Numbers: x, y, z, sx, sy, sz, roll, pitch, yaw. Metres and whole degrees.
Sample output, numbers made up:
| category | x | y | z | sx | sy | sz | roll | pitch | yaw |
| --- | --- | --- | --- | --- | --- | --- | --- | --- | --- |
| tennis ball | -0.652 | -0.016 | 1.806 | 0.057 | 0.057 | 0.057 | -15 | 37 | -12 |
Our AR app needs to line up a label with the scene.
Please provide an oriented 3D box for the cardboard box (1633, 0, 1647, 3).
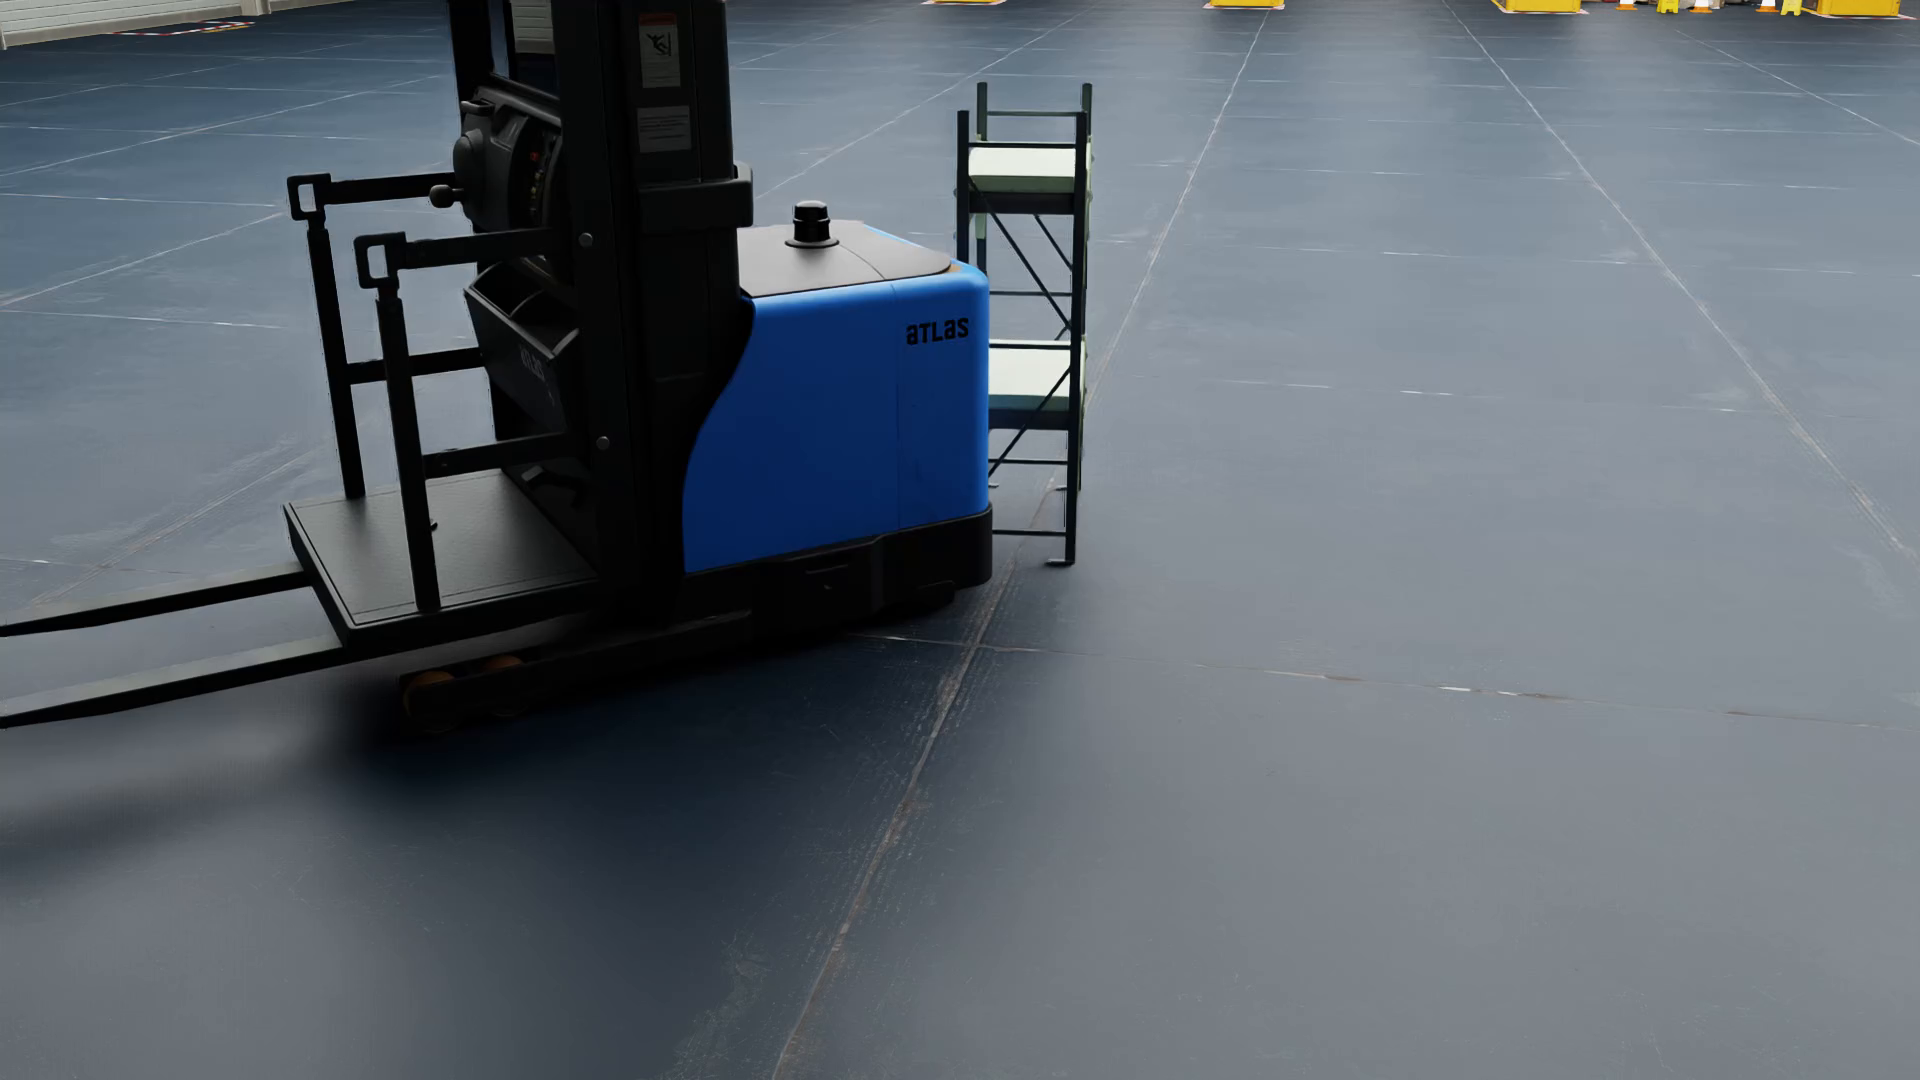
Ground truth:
| category | x | y | z | sx | sy | sz | roll | pitch | yaw |
| --- | --- | --- | --- | --- | --- | --- | --- | --- | --- |
| cardboard box | 12.068 | -9.735 | 29.670 | 0.396 | 0.266 | 0.258 | 8 | 23 | 20 |

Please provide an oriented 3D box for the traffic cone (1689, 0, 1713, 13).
| category | x | y | z | sx | sy | sz | roll | pitch | yaw |
| --- | --- | --- | --- | --- | --- | --- | --- | --- | --- |
| traffic cone | 12.335 | -9.008 | 27.601 | 0.336 | 0.463 | 0.334 | 4 | 22 | 11 |

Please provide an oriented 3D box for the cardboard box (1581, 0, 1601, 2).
| category | x | y | z | sx | sy | sz | roll | pitch | yaw |
| --- | --- | --- | --- | --- | --- | --- | --- | --- | --- |
| cardboard box | 11.303 | -9.968 | 29.931 | 0.500 | 0.500 | 0.500 | 8 | 23 | 20 |

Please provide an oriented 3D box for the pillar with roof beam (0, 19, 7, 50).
| category | x | y | z | sx | sy | sz | roll | pitch | yaw |
| --- | --- | --- | --- | --- | --- | --- | --- | --- | --- |
| pillar with roof beam | -8.521 | -10.245 | 19.247 | 9.100 | 9.000 | 0.400 | 4 | 22 | 11 |

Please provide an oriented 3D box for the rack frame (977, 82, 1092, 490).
| category | x | y | z | sx | sy | sz | roll | pitch | yaw |
| --- | --- | --- | --- | --- | --- | --- | --- | --- | --- |
| rack frame | 0.260 | -0.897 | 6.072 | 0.400 | 1.500 | 0.023 | 2 | 22 | 5 |

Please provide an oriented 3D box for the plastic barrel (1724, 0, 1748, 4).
| category | x | y | z | sx | sy | sz | roll | pitch | yaw |
| --- | --- | --- | --- | --- | --- | --- | --- | --- | --- |
| plastic barrel | 13.605 | -9.645 | 29.235 | 0.421 | 0.421 | 0.512 | -16 | 27 | -35 |

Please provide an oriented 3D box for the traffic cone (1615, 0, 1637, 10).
| category | x | y | z | sx | sy | sz | roll | pitch | yaw |
| --- | --- | --- | --- | --- | --- | --- | --- | --- | --- |
| traffic cone | 11.298 | -9.219 | 28.124 | 0.336 | 0.463 | 0.334 | 4 | 22 | 11 |

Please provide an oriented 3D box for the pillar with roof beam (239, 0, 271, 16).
| category | x | y | z | sx | sy | sz | roll | pitch | yaw |
| --- | --- | --- | --- | --- | --- | --- | --- | --- | --- |
| pillar with roof beam | -7.297 | -12.439 | 24.695 | 9.100 | 9.000 | 0.400 | 4 | 22 | 11 |

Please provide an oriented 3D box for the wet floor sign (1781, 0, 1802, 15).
| category | x | y | z | sx | sy | sz | roll | pitch | yaw |
| --- | --- | --- | --- | --- | --- | --- | --- | --- | --- |
| wet floor sign | 13.580 | -8.889 | 27.061 | 0.267 | 0.644 | 0.232 | 13 | 25 | 29 |

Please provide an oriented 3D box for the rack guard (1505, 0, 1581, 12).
| category | x | y | z | sx | sy | sz | roll | pitch | yaw |
| --- | --- | --- | --- | --- | --- | --- | --- | --- | --- |
| rack guard | 9.794 | -9.141 | 27.882 | 1.175 | 0.500 | 0.348 | 4 | 22 | 11 |

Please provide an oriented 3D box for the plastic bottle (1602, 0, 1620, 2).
| category | x | y | z | sx | sy | sz | roll | pitch | yaw |
| --- | --- | --- | --- | --- | --- | --- | --- | --- | --- |
| plastic bottle | 11.641 | -9.642 | 29.713 | 0.283 | 0.061 | 0.133 | -3 | 22 | -8 |

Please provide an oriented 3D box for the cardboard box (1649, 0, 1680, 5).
| category | x | y | z | sx | sy | sz | roll | pitch | yaw |
| --- | --- | --- | --- | --- | --- | --- | --- | --- | --- |
| cardboard box | 12.546 | -9.646 | 29.132 | 0.797 | 0.503 | 0.637 | -11 | 25 | -26 |

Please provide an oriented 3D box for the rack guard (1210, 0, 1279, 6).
| category | x | y | z | sx | sy | sz | roll | pitch | yaw |
| --- | --- | --- | --- | --- | --- | --- | --- | --- | --- |
| rack guard | 4.980 | -9.593 | 29.003 | 1.175 | 0.500 | 0.348 | 4 | 22 | 11 |

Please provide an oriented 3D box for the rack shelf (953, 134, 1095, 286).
| category | x | y | z | sx | sy | sz | roll | pitch | yaw |
| --- | --- | --- | --- | --- | --- | --- | --- | --- | --- |
| rack shelf | 0.226 | -1.123 | 5.589 | 0.431 | 0.370 | 0.720 | 2 | 22 | 5 |

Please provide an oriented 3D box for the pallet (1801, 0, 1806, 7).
| category | x | y | z | sx | sy | sz | roll | pitch | yaw |
| --- | --- | --- | --- | --- | --- | --- | --- | --- | --- |
| pallet | 15.133 | -9.443 | 29.017 | 1.003 | 0.211 | 1.213 | 4 | 22 | 11 |

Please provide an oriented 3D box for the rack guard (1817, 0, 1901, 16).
| category | x | y | z | sx | sy | sz | roll | pitch | yaw |
| --- | --- | --- | --- | --- | --- | --- | --- | --- | --- |
| rack guard | 14.681 | -8.837 | 27.127 | 1.175 | 0.500 | 0.348 | 4 | 22 | 11 |

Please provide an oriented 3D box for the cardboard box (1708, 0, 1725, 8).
| category | x | y | z | sx | sy | sz | roll | pitch | yaw |
| --- | --- | --- | --- | --- | --- | --- | --- | --- | --- |
| cardboard box | 12.956 | -9.280 | 28.696 | 0.380 | 0.149 | 0.250 | 18 | 28 | 38 |

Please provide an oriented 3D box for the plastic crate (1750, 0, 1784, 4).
| category | x | y | z | sx | sy | sz | roll | pitch | yaw |
| --- | --- | --- | --- | --- | --- | --- | --- | --- | --- |
| plastic crate | 14.359 | -9.566 | 29.499 | 0.402 | 0.080 | 0.583 | -3 | 22 | -8 |

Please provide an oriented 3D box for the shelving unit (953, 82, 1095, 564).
| category | x | y | z | sx | sy | sz | roll | pitch | yaw |
| --- | --- | --- | --- | --- | --- | --- | --- | --- | --- |
| shelving unit | 0.226 | -0.761 | 5.734 | 0.431 | 1.500 | 0.755 | 2 | 22 | 5 |

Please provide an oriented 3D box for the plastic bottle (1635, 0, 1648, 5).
| category | x | y | z | sx | sy | sz | roll | pitch | yaw |
| --- | --- | --- | --- | --- | --- | --- | --- | --- | --- |
| plastic bottle | 11.996 | -9.475 | 29.299 | 0.133 | 0.061 | 0.283 | -3 | 22 | -8 |

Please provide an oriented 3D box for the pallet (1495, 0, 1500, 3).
| category | x | y | z | sx | sy | sz | roll | pitch | yaw |
| --- | --- | --- | --- | --- | --- | --- | --- | --- | --- |
| pallet | 10.137 | -9.759 | 29.803 | 1.003 | 0.211 | 1.213 | 4 | 22 | 11 |

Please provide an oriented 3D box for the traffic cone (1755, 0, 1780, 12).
| category | x | y | z | sx | sy | sz | roll | pitch | yaw |
| --- | --- | --- | --- | --- | --- | --- | --- | --- | --- |
| traffic cone | 13.491 | -9.048 | 27.700 | 0.336 | 0.463 | 0.334 | 4 | 22 | 11 |

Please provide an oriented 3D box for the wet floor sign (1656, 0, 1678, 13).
| category | x | y | z | sx | sy | sz | roll | pitch | yaw |
| --- | --- | --- | --- | --- | --- | --- | --- | --- | --- |
| wet floor sign | 11.732 | -9.056 | 27.475 | 0.267 | 0.644 | 0.232 | 1 | 22 | 2 |

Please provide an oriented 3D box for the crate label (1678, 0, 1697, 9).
| category | x | y | z | sx | sy | sz | roll | pitch | yaw |
| --- | --- | --- | --- | --- | --- | --- | --- | --- | --- |
| crate label | 12.434 | -9.149 | 28.388 | 0.250 | 0.136 | 0.298 | -7 | 23 | -17 |

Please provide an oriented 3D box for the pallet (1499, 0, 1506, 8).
| category | x | y | z | sx | sy | sz | roll | pitch | yaw |
| --- | --- | --- | --- | --- | --- | --- | --- | --- | --- |
| pallet | 9.886 | -9.314 | 28.698 | 1.003 | 0.211 | 1.213 | 4 | 22 | 11 |

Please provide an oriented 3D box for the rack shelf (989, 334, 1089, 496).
| category | x | y | z | sx | sy | sz | roll | pitch | yaw |
| --- | --- | --- | --- | --- | --- | --- | --- | --- | --- |
| rack shelf | 0.226 | -0.458 | 5.856 | 0.431 | 0.370 | 0.720 | 2 | 22 | 5 |

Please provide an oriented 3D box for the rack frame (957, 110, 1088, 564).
| category | x | y | z | sx | sy | sz | roll | pitch | yaw |
| --- | --- | --- | --- | --- | --- | --- | --- | --- | --- |
| rack frame | 0.192 | -0.624 | 5.396 | 0.400 | 1.500 | 0.023 | 2 | 22 | 5 |

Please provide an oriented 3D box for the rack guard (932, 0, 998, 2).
| category | x | y | z | sx | sy | sz | roll | pitch | yaw |
| --- | --- | --- | --- | --- | --- | --- | --- | --- | --- |
| rack guard | 0.085 | -9.974 | 29.949 | 1.175 | 0.500 | 0.348 | 4 | 22 | 11 |

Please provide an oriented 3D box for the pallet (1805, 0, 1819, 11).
| category | x | y | z | sx | sy | sz | roll | pitch | yaw |
| --- | --- | --- | --- | --- | --- | --- | --- | --- | --- |
| pallet | 14.882 | -8.998 | 27.912 | 1.003 | 0.211 | 1.213 | 4 | 22 | 11 |

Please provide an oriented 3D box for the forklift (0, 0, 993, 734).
| category | x | y | z | sx | sy | sz | roll | pitch | yaw |
| --- | --- | --- | --- | --- | --- | --- | --- | --- | --- |
| forklift | -1.434 | -1.057 | 4.554 | 3.031 | 2.935 | 1.130 | -12 | 25 | -27 |
